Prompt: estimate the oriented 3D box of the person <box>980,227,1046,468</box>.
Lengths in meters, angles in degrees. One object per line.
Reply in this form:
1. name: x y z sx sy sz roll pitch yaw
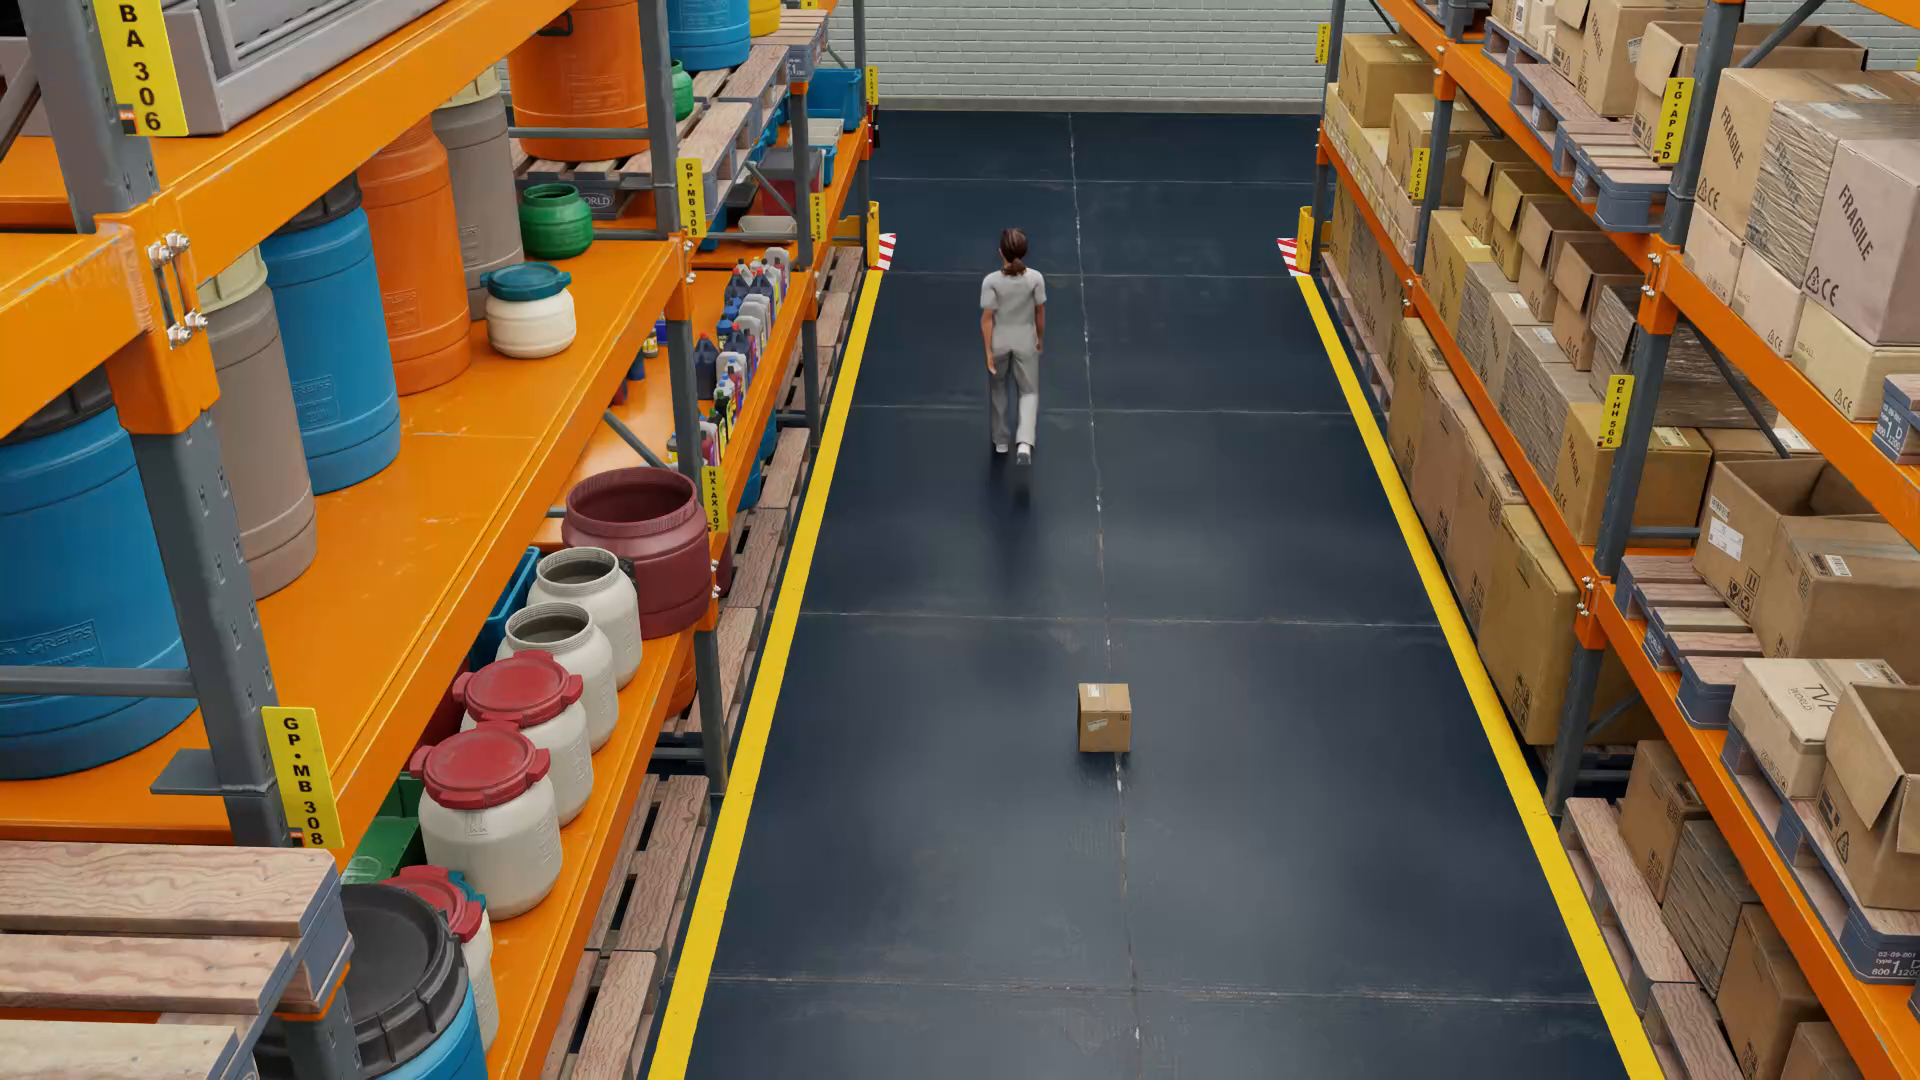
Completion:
1. person: 0.348 -1.264 10.982 0.436 1.641 0.856 0 28 -1
